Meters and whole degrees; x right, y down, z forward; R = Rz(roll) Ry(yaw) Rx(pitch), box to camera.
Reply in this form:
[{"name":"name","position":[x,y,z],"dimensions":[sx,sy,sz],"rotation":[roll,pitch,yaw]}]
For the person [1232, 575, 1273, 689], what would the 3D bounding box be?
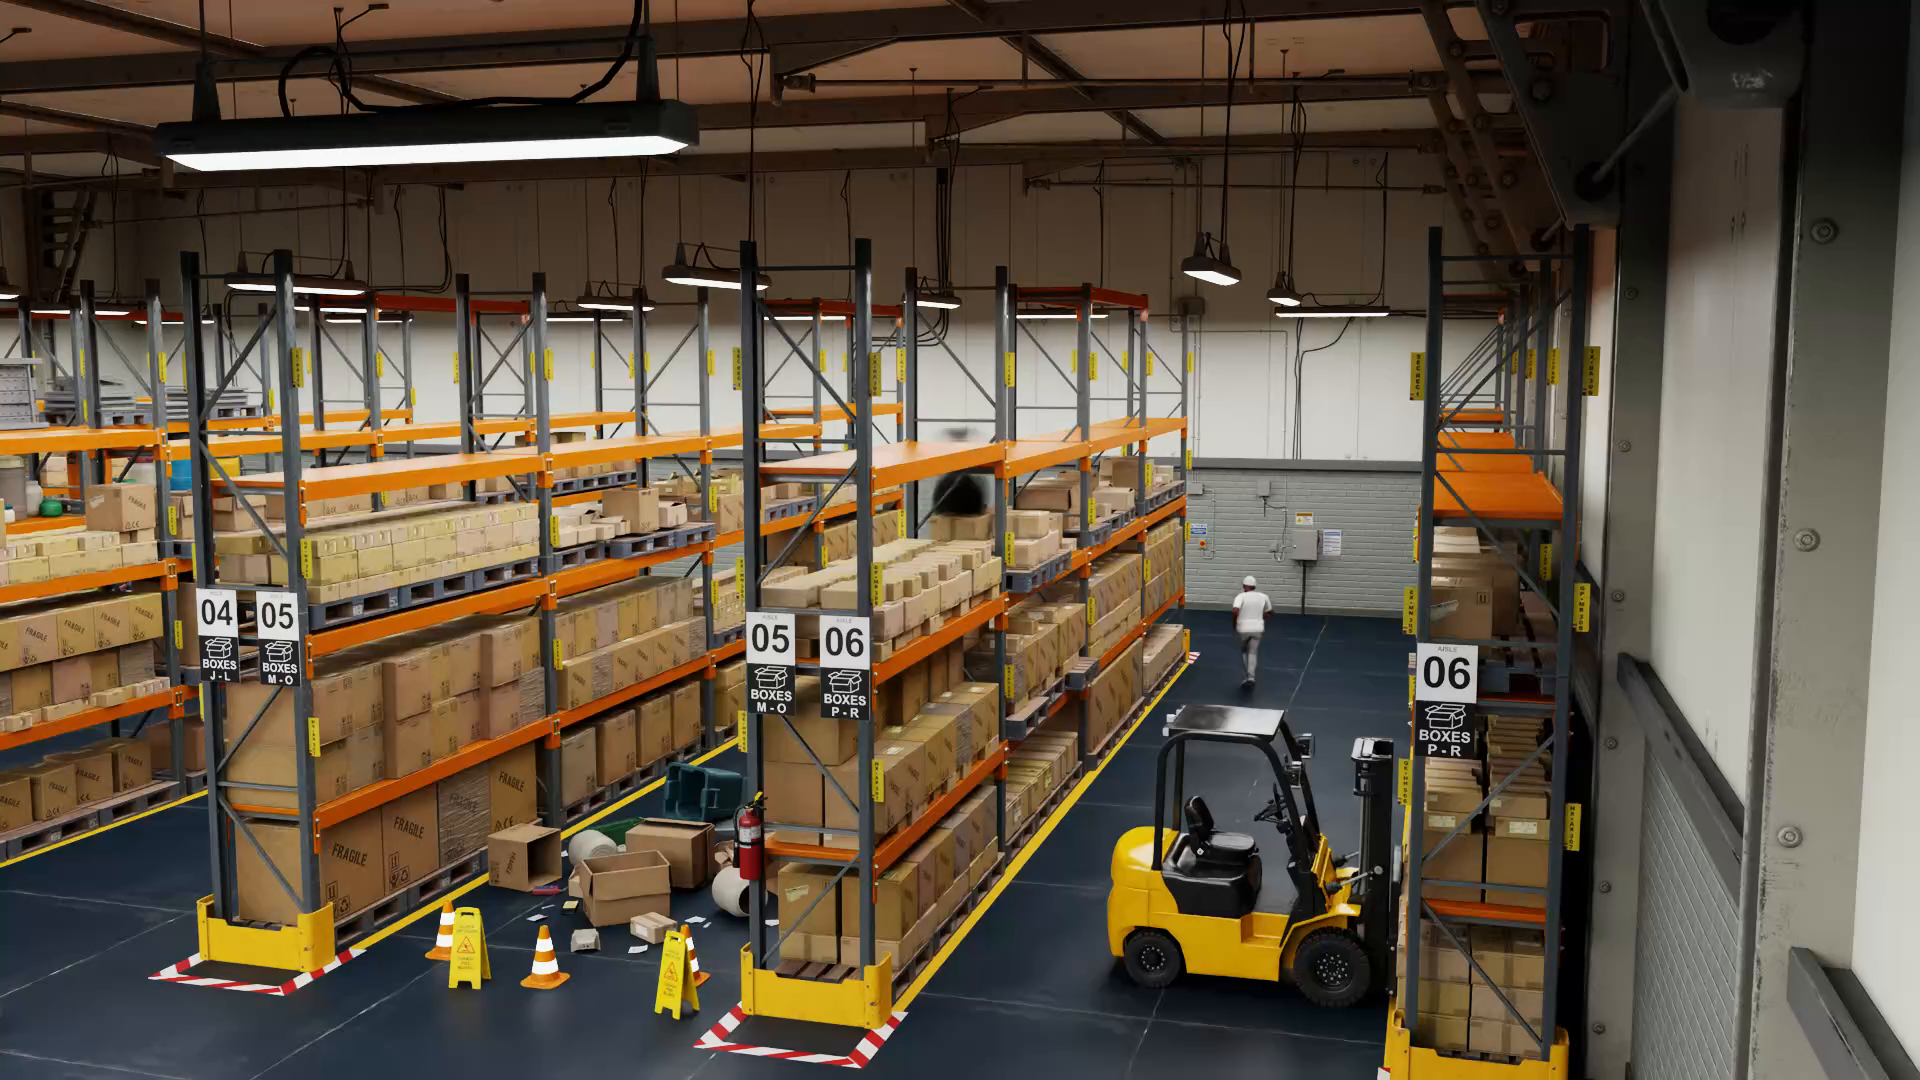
[{"name":"person","position":[4.507,1.438,25.598],"dimensions":[0.662,1.743,0.836],"rotation":[0,6,0]}]
